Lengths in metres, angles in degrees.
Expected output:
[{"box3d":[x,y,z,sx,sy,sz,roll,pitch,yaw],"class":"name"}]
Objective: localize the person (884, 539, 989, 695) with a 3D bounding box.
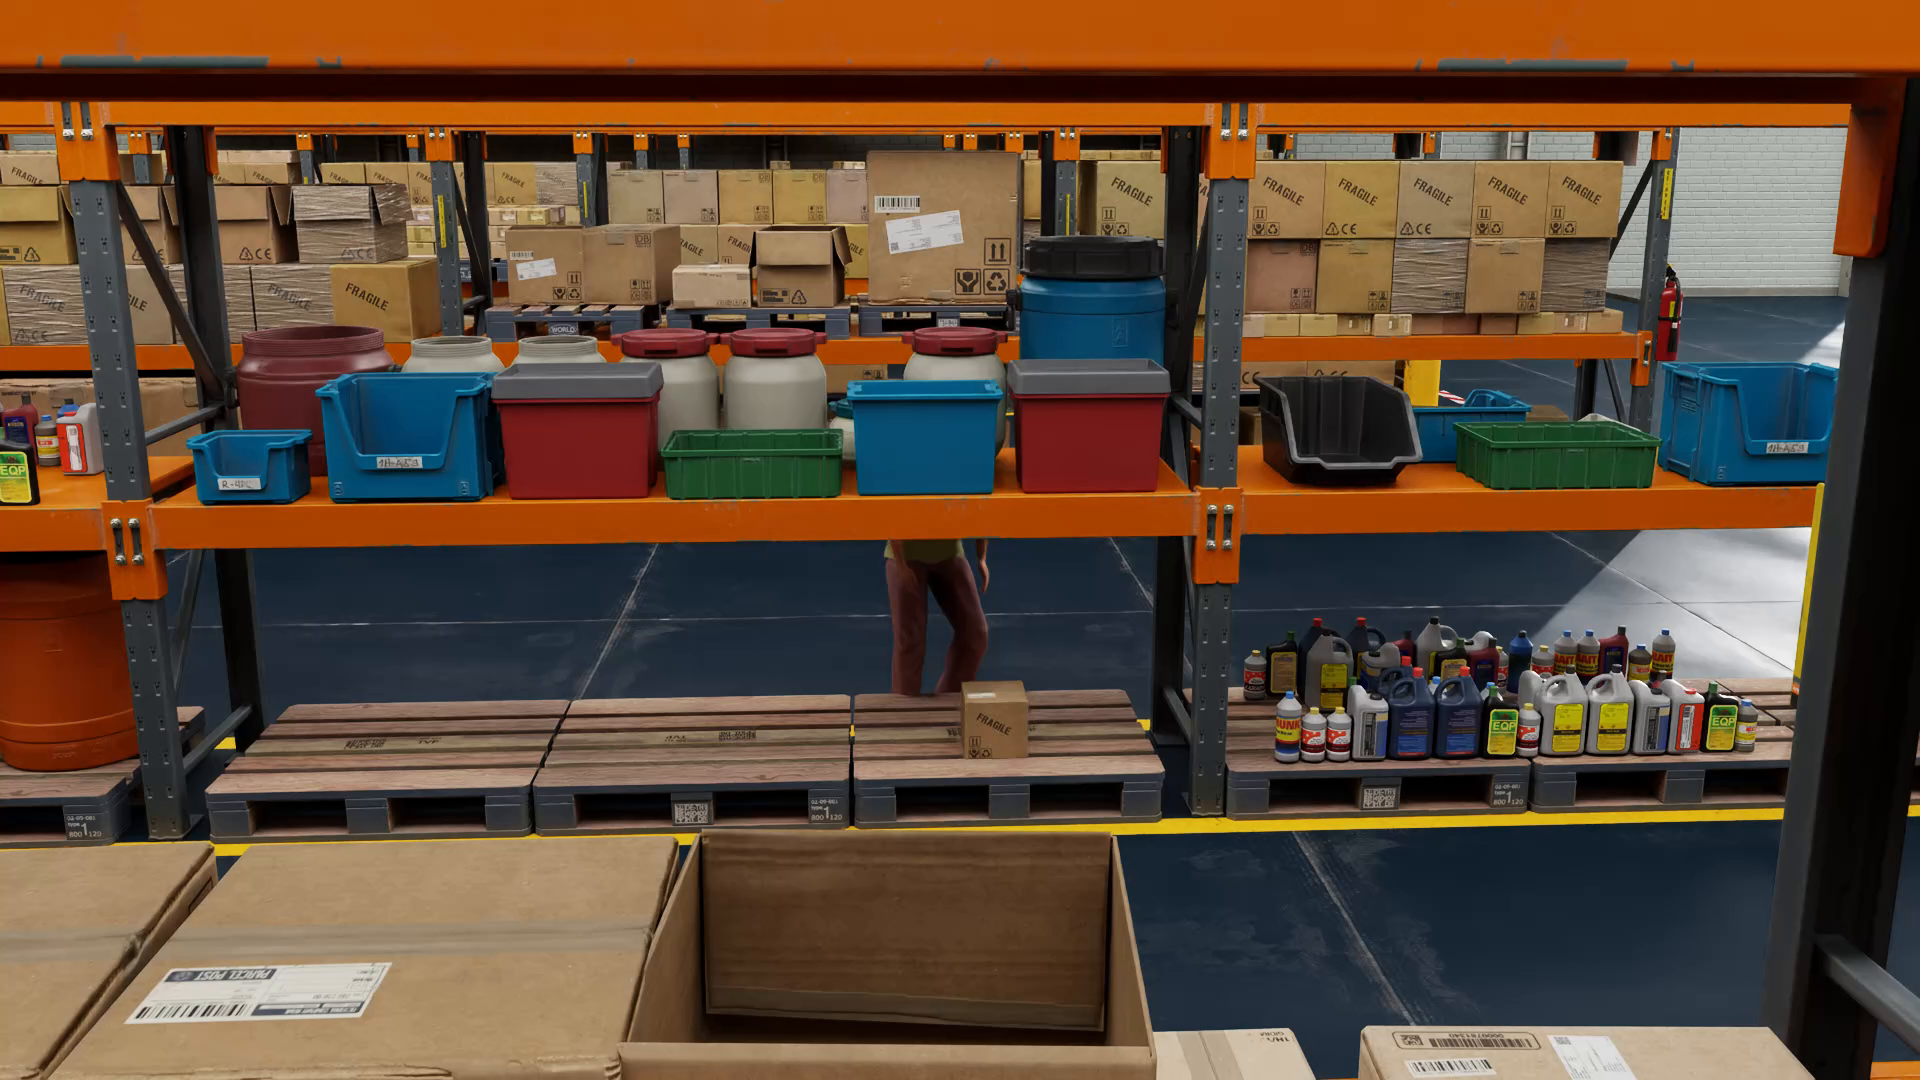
[{"box3d":[-0.096,0.108,7.325,0.490,1.555,0.490,-4,14,-18],"class":"person"}]
